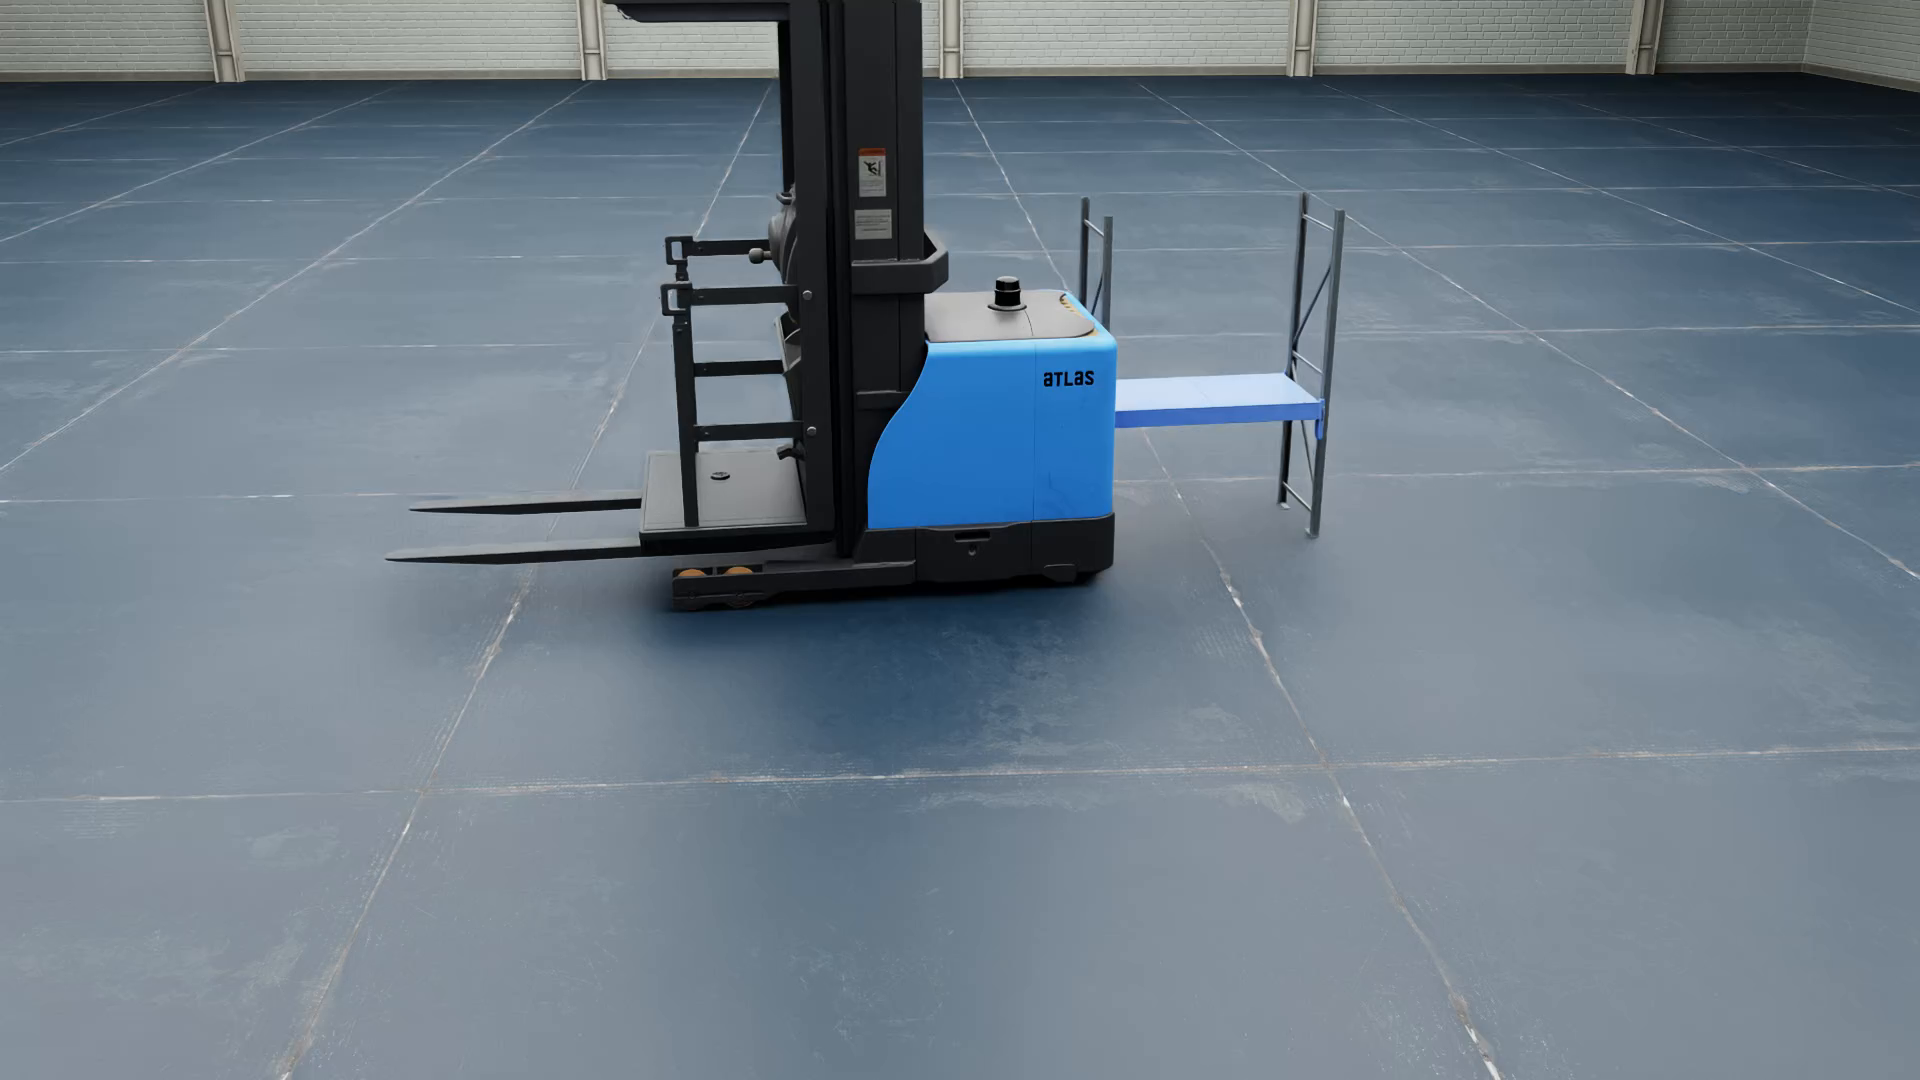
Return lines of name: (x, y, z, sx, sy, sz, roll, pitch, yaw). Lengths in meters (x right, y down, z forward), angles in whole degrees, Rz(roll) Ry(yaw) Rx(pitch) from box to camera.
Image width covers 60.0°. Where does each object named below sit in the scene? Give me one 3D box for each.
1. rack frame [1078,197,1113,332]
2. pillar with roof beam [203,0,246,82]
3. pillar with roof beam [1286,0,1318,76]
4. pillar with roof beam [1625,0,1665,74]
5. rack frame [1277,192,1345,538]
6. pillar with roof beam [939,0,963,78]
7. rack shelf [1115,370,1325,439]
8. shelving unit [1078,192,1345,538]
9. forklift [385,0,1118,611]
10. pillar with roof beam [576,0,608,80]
rack frame: (0.592, -0.745, 7.469, 0.032, 1.500, 0.500, -3, 21, -8)
pillar with roof beam: (-11.886, -10.310, 22.054, 0.400, 9.000, 9.100, -1, 21, -3)
pillar with roof beam: (6.084, -10.676, 23.014, 0.400, 9.000, 9.100, -1, 21, -3)
pillar with roof beam: (12.075, -10.797, 23.334, 0.400, 9.000, 9.100, -1, 21, -3)
rack frame: (1.597, -0.798, 7.608, 0.032, 1.500, 0.500, -3, 21, -8)
pillar with roof beam: (0.094, -10.554, 22.694, 0.400, 9.000, 9.100, -1, 21, -3)
rack shelf: (1.095, -0.603, 7.602, 1.000, 0.185, 0.538, -3, 21, -8)
shelving unit: (1.095, -0.771, 7.538, 1.048, 1.500, 0.538, -3, 21, -8)
forklift: (-0.901, -1.280, 6.864, 3.031, 2.935, 1.130, -3, 21, -8)
pillar with roof beam: (-5.896, -10.432, 22.374, 0.400, 9.000, 9.100, -1, 21, -3)
